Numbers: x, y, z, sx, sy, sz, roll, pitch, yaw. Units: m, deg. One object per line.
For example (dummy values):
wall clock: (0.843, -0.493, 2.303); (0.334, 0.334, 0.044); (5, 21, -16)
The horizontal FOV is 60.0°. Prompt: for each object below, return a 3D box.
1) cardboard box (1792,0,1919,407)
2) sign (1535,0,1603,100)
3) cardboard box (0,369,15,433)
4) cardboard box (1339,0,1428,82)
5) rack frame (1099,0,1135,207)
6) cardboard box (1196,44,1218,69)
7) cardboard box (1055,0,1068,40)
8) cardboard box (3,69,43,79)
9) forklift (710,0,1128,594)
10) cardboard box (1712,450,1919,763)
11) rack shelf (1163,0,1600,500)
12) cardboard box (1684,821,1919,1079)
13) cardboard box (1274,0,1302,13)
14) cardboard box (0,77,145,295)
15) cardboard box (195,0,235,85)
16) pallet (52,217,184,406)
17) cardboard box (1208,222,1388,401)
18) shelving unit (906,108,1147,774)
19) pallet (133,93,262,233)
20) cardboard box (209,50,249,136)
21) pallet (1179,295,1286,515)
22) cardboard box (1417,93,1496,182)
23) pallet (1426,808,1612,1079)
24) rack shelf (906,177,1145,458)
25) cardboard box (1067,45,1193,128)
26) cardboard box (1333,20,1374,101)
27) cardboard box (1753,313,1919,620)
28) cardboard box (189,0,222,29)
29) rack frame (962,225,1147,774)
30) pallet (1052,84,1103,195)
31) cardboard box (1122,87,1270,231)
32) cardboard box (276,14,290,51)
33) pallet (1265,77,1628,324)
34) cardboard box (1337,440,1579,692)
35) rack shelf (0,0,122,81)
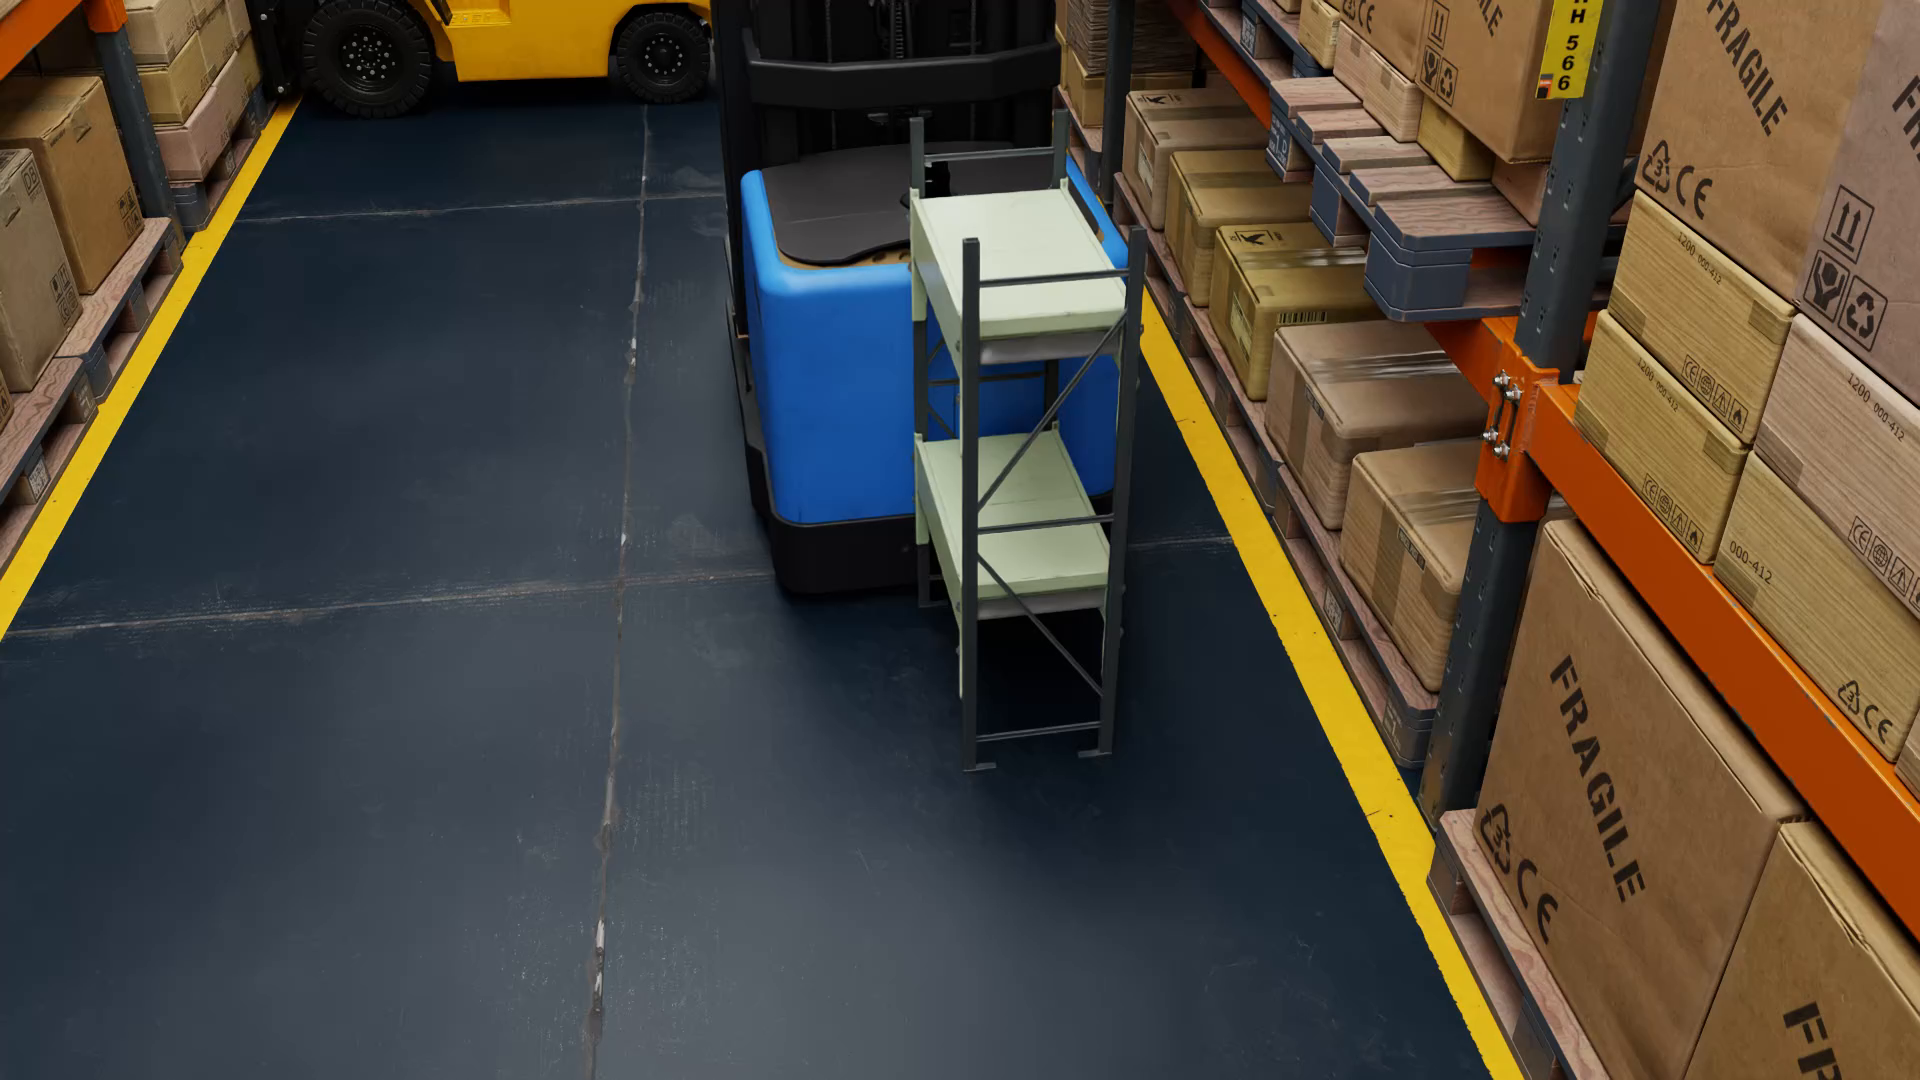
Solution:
cardboard box: (1.572, -0.455, 2.278); (0.500, 0.500, 0.500); (-4, 35, -6)
sign: (1.136, -0.970, 3.052); (0.100, 0.325, 0.005); (-4, 35, -6)
cardboard box: (-3.503, -0.474, 5.017); (0.875, 0.625, 0.625); (-6, 35, -8)
cardboard box: (1.255, -1.429, 3.957); (0.500, 0.500, 0.500); (-5, 35, -7)
rack frame: (1.134, -2.803, 6.699); (1.000, 3.000, 0.127); (-4, 35, -6)
cardboard box: (1.322, -2.500, 7.657); (0.500, 0.500, 0.500); (-3, 34, -4)
cardboard box: (0.718, -2.744, 8.015); (0.500, 0.500, 0.500); (-4, 34, -6)
cardboard box: (-4.053, -1.925, 7.036); (0.500, 0.250, 0.500); (-5, 35, -7)
forklift: (-0.283, -1.875, 5.398); (1.130, 2.935, 3.031); (-6, 35, -8)
cardboard box: (1.575, 0.069, 2.619); (0.500, 0.250, 0.500); (-5, 35, -8)
rack shelf: (1.403, -1.390, 5.264); (1.077, 0.370, 4.000); (-4, 35, -6)
cardboard box: (1.798, 1.023, 2.598); (0.875, 0.875, 0.875); (-4, 34, -6)
cardboard box: (1.108, -1.664, 4.879); (0.380, 0.149, 0.250); (-5, 35, -8)
cardboard box: (-3.703, -1.327, 6.269); (0.875, 0.625, 0.625); (-3, 34, -4)
cardboard box: (-3.613, -2.243, 7.503); (0.500, 0.250, 0.500); (-5, 35, -7)
pallet: (-3.646, -0.864, 6.331); (1.003, 0.211, 1.213); (-4, 35, -6)
cardboard box: (1.402, -0.809, 5.734); (0.950, 0.372, 0.625); (-3, 34, -5)
shelving unit: (0.138, -0.237, 4.266); (0.431, 1.500, 0.755); (-6, 35, -8)
pallet: (-3.849, -1.720, 7.586); (1.003, 0.211, 1.213); (-4, 35, -6)
cardboard box: (-3.605, -2.039, 7.648); (0.500, 0.250, 0.500); (-5, 35, -7)
pallet: (1.408, -0.534, 5.846); (1.003, 0.211, 1.213); (-4, 35, -6)
cardboard box: (1.287, -0.950, 3.830); (0.380, 0.149, 0.250); (-4, 34, -6)
pallet: (1.703, 1.027, 3.555); (1.003, 0.211, 1.213); (-4, 35, -6)
rack shelf: (0.138, -0.560, 4.046); (0.431, 0.370, 0.720); (-6, 35, -8)
cardboard box: (0.788, -2.150, 7.810); (0.500, 0.250, 0.500); (-3, 34, -4)
cardboard box: (1.183, -1.228, 4.239); (0.380, 0.149, 0.250); (-6, 35, -9)
cardboard box: (1.564, -0.125, 2.460); (0.500, 0.250, 0.500); (-4, 34, -5)
cardboard box: (-3.597, -2.455, 7.370); (0.500, 0.250, 0.500); (-4, 35, -6)
rack frame: (0.204, -0.034, 3.968); (0.400, 1.500, 0.023); (-6, 35, -8)
pallet: (1.009, -2.023, 8.031); (1.003, 0.211, 1.213); (-4, 35, -6)
cardboard box: (1.207, -1.598, 6.892); (0.950, 0.372, 0.625); (-4, 34, -6)
cardboard box: (-3.738, -2.610, 8.485); (0.500, 0.250, 0.500); (-3, 34, -5)
pallet: (1.471, -0.881, 4.050); (1.213, 0.211, 1.003); (-4, 35, -6)
cardboard box: (1.606, 0.026, 4.509); (0.950, 0.372, 0.625); (-7, 35, -10)
rack shelf: (-3.515, -1.012, 4.710); (1.077, 0.370, 4.000); (-4, 35, -6)
